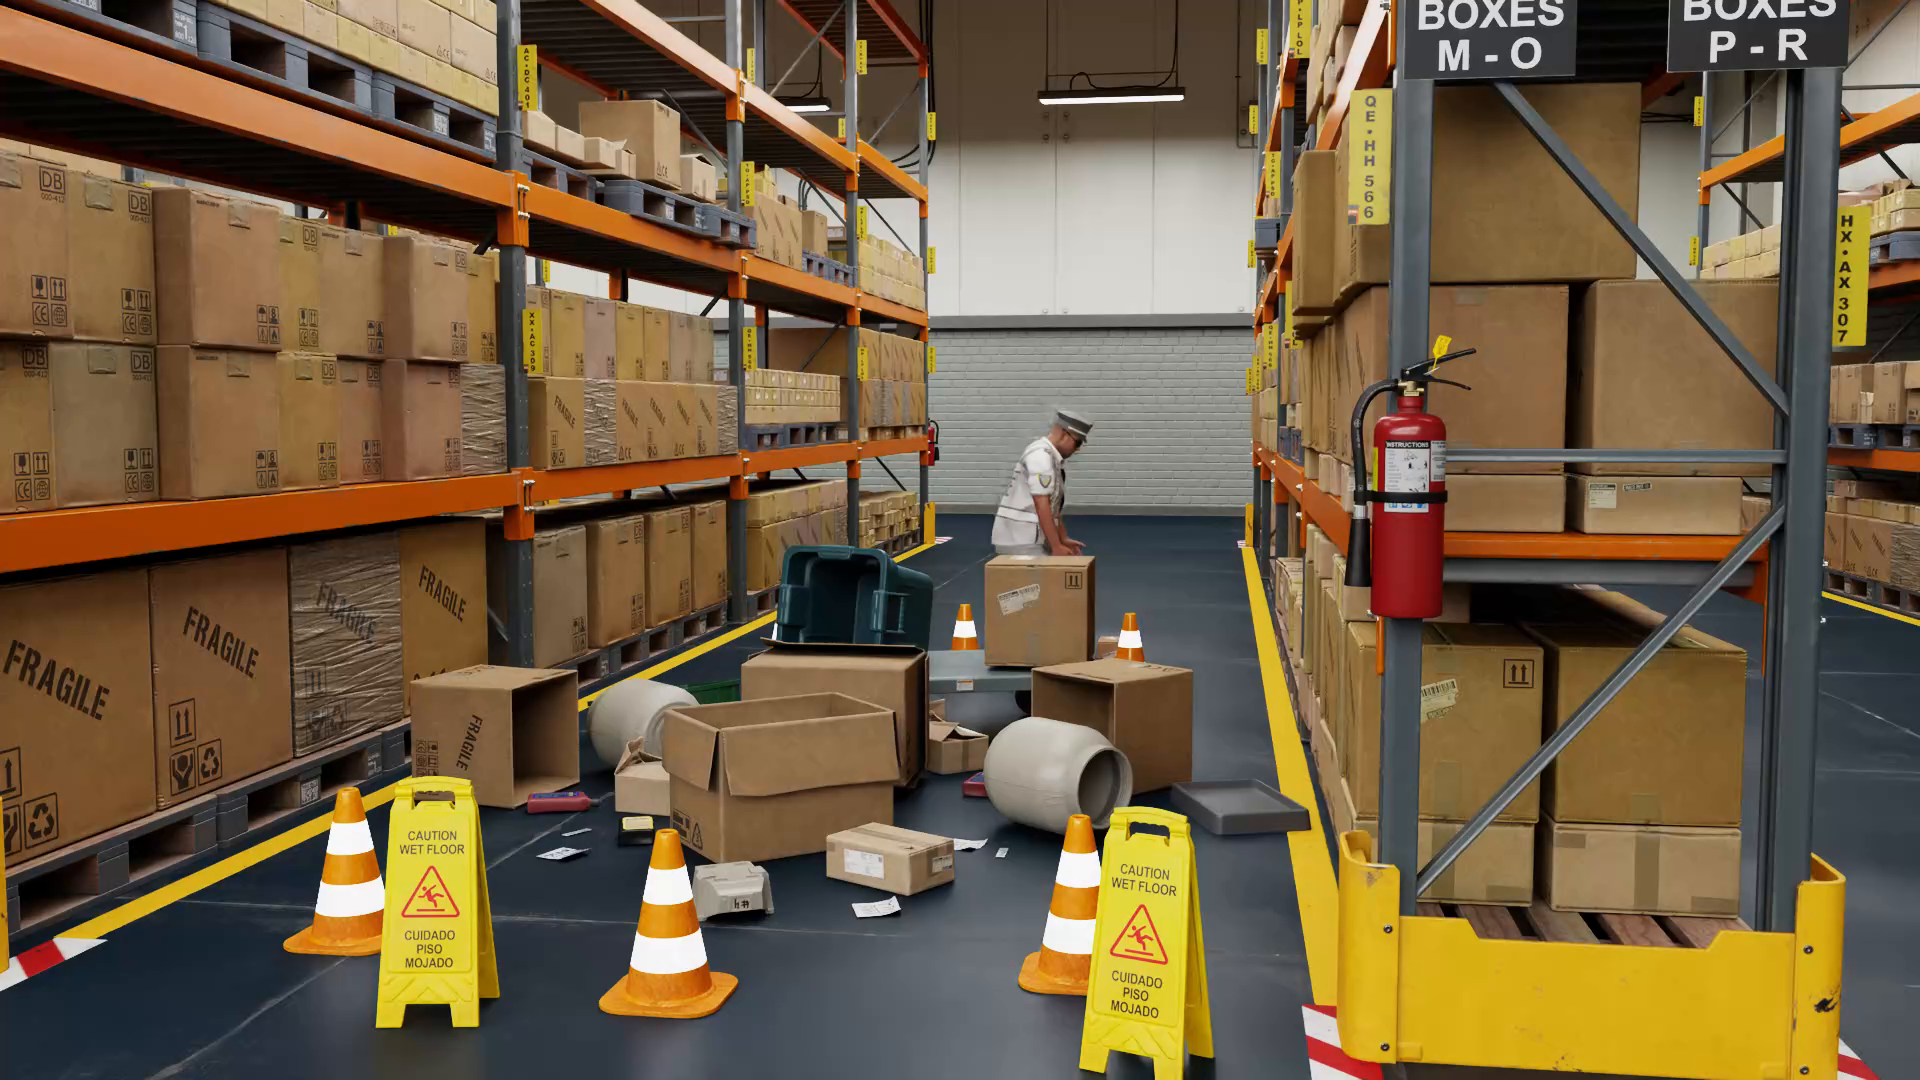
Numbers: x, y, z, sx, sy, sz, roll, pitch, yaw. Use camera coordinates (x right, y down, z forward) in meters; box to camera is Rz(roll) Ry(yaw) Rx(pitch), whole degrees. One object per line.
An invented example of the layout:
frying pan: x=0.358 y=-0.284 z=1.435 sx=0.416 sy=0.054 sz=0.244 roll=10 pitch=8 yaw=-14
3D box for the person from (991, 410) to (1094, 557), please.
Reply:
person: x=0.502 y=0.032 z=10.043 sx=0.609 sy=1.633 sz=0.575 roll=1 pitch=4 yaw=10
